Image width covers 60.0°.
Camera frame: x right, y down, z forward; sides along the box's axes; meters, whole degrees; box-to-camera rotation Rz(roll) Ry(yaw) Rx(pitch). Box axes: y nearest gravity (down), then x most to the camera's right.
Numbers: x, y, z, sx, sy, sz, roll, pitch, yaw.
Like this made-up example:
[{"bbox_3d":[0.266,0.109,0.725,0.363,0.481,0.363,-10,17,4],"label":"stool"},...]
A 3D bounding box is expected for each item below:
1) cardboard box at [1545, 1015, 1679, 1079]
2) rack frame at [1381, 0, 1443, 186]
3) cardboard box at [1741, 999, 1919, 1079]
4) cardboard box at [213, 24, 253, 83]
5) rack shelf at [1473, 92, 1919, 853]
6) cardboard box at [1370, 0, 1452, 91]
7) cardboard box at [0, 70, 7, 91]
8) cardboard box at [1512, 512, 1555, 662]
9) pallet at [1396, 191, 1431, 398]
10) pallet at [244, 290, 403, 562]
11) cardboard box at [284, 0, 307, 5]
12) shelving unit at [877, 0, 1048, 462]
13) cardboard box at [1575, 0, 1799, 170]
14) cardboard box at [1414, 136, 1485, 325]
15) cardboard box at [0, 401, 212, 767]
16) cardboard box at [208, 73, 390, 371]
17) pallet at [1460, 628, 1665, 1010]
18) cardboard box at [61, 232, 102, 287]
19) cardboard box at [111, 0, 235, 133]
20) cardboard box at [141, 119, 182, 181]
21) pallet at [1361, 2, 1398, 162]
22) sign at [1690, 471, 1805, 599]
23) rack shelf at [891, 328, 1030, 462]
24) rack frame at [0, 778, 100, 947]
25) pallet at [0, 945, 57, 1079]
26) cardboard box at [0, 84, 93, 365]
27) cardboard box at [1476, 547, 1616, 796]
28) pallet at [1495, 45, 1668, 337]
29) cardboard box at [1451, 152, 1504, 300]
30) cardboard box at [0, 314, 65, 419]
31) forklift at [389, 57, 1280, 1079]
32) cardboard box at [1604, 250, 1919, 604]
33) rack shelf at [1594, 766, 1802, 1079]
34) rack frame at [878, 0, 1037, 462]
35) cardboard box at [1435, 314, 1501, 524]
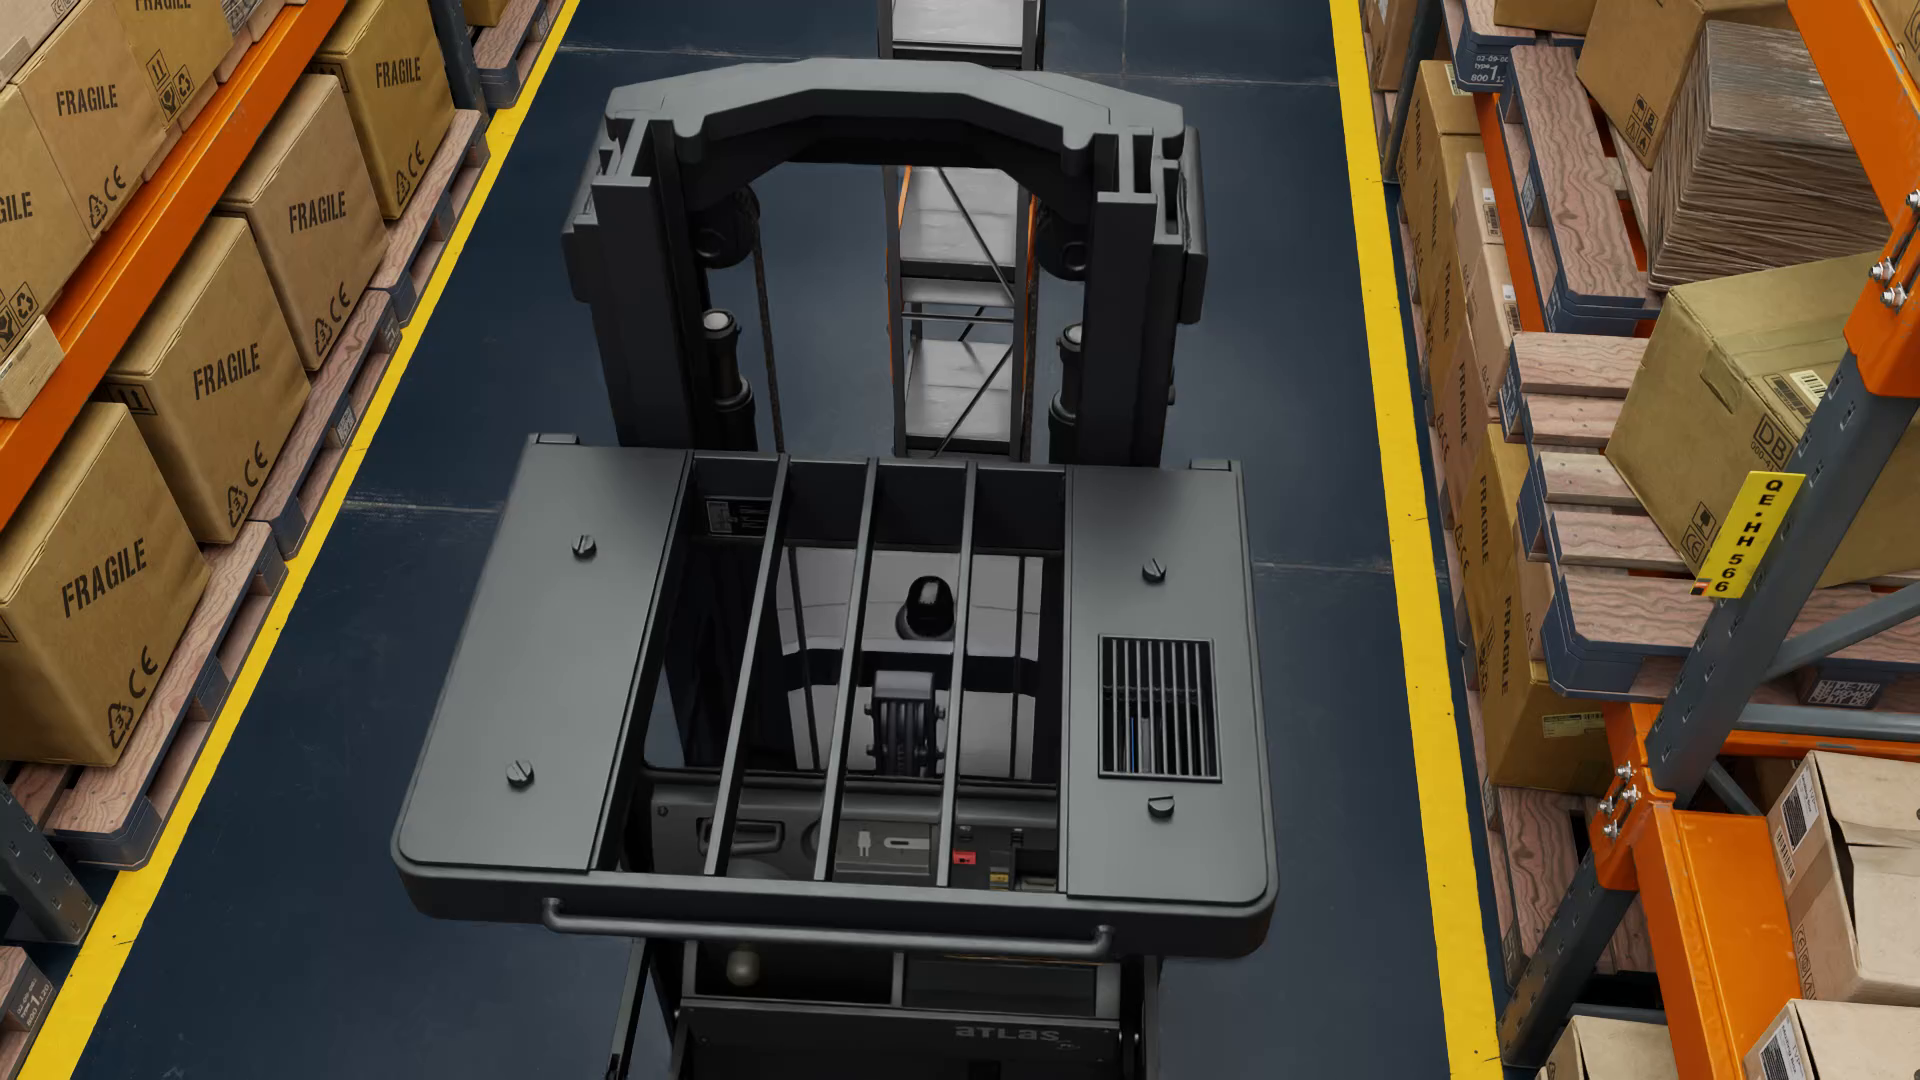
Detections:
[{"bbox_3d":[1.617,1.351,3.680,0.500,0.311,0.500,5,48,5],"label":"cardboard box"},{"bbox_3d":[2.321,-2.551,6.050,1.000,3.000,0.127,4,48,4],"label":"rack frame"},{"bbox_3d":[1.682,1.063,2.805,0.500,0.311,0.500,3,48,3],"label":"cardboard box"},{"bbox_3d":[-2.520,-1.605,5.342,0.380,0.149,0.250,3,48,2],"label":"cardboard box"},{"bbox_3d":[2.139,-0.838,4.971,1.077,0.370,4.000,4,48,4],"label":"rack shelf"},{"bbox_3d":[2.091,-2.293,7.210,0.500,0.500,0.500,4,48,4],"label":"cardboard box"},{"bbox_3d":[-2.630,-1.047,3.884,0.500,0.250,0.500,3,48,3],"label":"cardboard box"},{"bbox_3d":[1.809,0.086,4.526,0.500,0.250,0.500,6,48,5],"label":"cardboard box"},{"bbox_3d":[2.285,-1.009,6.530,1.003,0.211,1.213,4,48,4],"label":"pallet"},{"bbox_3d":[-2.716,-0.469,6.036,1.003,0.211,1.213,4,48,4],"label":"pallet"},{"bbox_3d":[-2.395,-1.963,5.669,0.380,0.149,0.250,4,48,4],"label":"cardboard box"},{"bbox_3d":[0.015,-0.830,5.086,0.431,2.100,0.503,4,48,4],"label":"shelving unit"},{"bbox_3d":[2.222,-1.424,4.667,0.700,0.500,0.500,-7,48,-6],"label":"cardboard box"},{"bbox_3d":[1.997,-1.124,6.141,0.500,0.500,0.500,4,48,4],"label":"cardboard box"},{"bbox_3d":[-2.779,0.111,4.788,0.750,0.750,0.750,3,48,3],"label":"cardboard box"},{"bbox_3d":[-2.620,-1.157,5.948,0.750,0.750,0.750,5,48,5],"label":"cardboard box"},{"bbox_3d":[2.062,0.784,4.890,1.003,0.211,1.213,4,48,4],"label":"pallet"},{"bbox_3d":[-2.661,-0.849,4.650,0.380,0.149,0.250,5,48,4],"label":"cardboard box"},{"bbox_3d":[-2.535,-1.554,4.856,0.500,0.500,0.500,5,48,5],"label":"cardboard box"},{"bbox_3d":[-2.587,-1.218,4.988,0.380,0.149,0.250,4,48,4],"label":"cardboard box"},{"bbox_3d":[2.385,-2.114,7.541,1.003,0.211,1.213,4,48,4],"label":"pallet"},{"bbox_3d":[1.415,-0.005,2.991,0.100,0.325,0.005,4,48,4],"label":"sign"},{"bbox_3d":[0.015,-0.349,5.613,0.431,0.518,0.480,4,48,4],"label":"rack shelf"},{"bbox_3d":[-2.977,0.058,3.664,1.000,3.000,0.127,4,48,4],"label":"rack frame"},{"bbox_3d":[-3.049,1.574,4.168,1.003,0.211,1.213,4,48,4],"label":"pallet"},{"bbox_3d":[-2.621,-0.806,4.172,0.500,0.500,0.500,5,48,5],"label":"cardboard box"},{"bbox_3d":[1.808,0.381,4.765,0.500,0.500,0.500,6,48,5],"label":"cardboard box"},{"bbox_3d":[2.129,-0.976,4.740,1.003,0.211,1.213,4,48,4],"label":"pallet"},{"bbox_3d":[1.943,-1.035,5.551,0.500,0.250,0.500,4,48,4],"label":"cardboard box"},{"bbox_3d":[-2.576,-0.464,4.298,0.380,0.149,0.250,5,48,5],"label":"cardboard box"},{"bbox_3d":[-0.135,0.777,3.053,1.130,2.935,3.031,2,48,2],"label":"forklift"},{"bbox_3d":[1.902,-0.257,3.600,0.700,0.500,0.500,-11,48,-10],"label":"cardboard box"},{"bbox_3d":[1.774,2.101,2.283,1.077,0.370,4.000,4,48,4],"label":"rack shelf"},{"bbox_3d":[-0.007,-0.651,4.922,0.400,2.100,0.015,4,48,4],"label":"rack frame"},{"bbox_3d":[1.897,-0.385,5.466,0.500,0.500,0.500,2,48,2],"label":"cardboard box"}]
